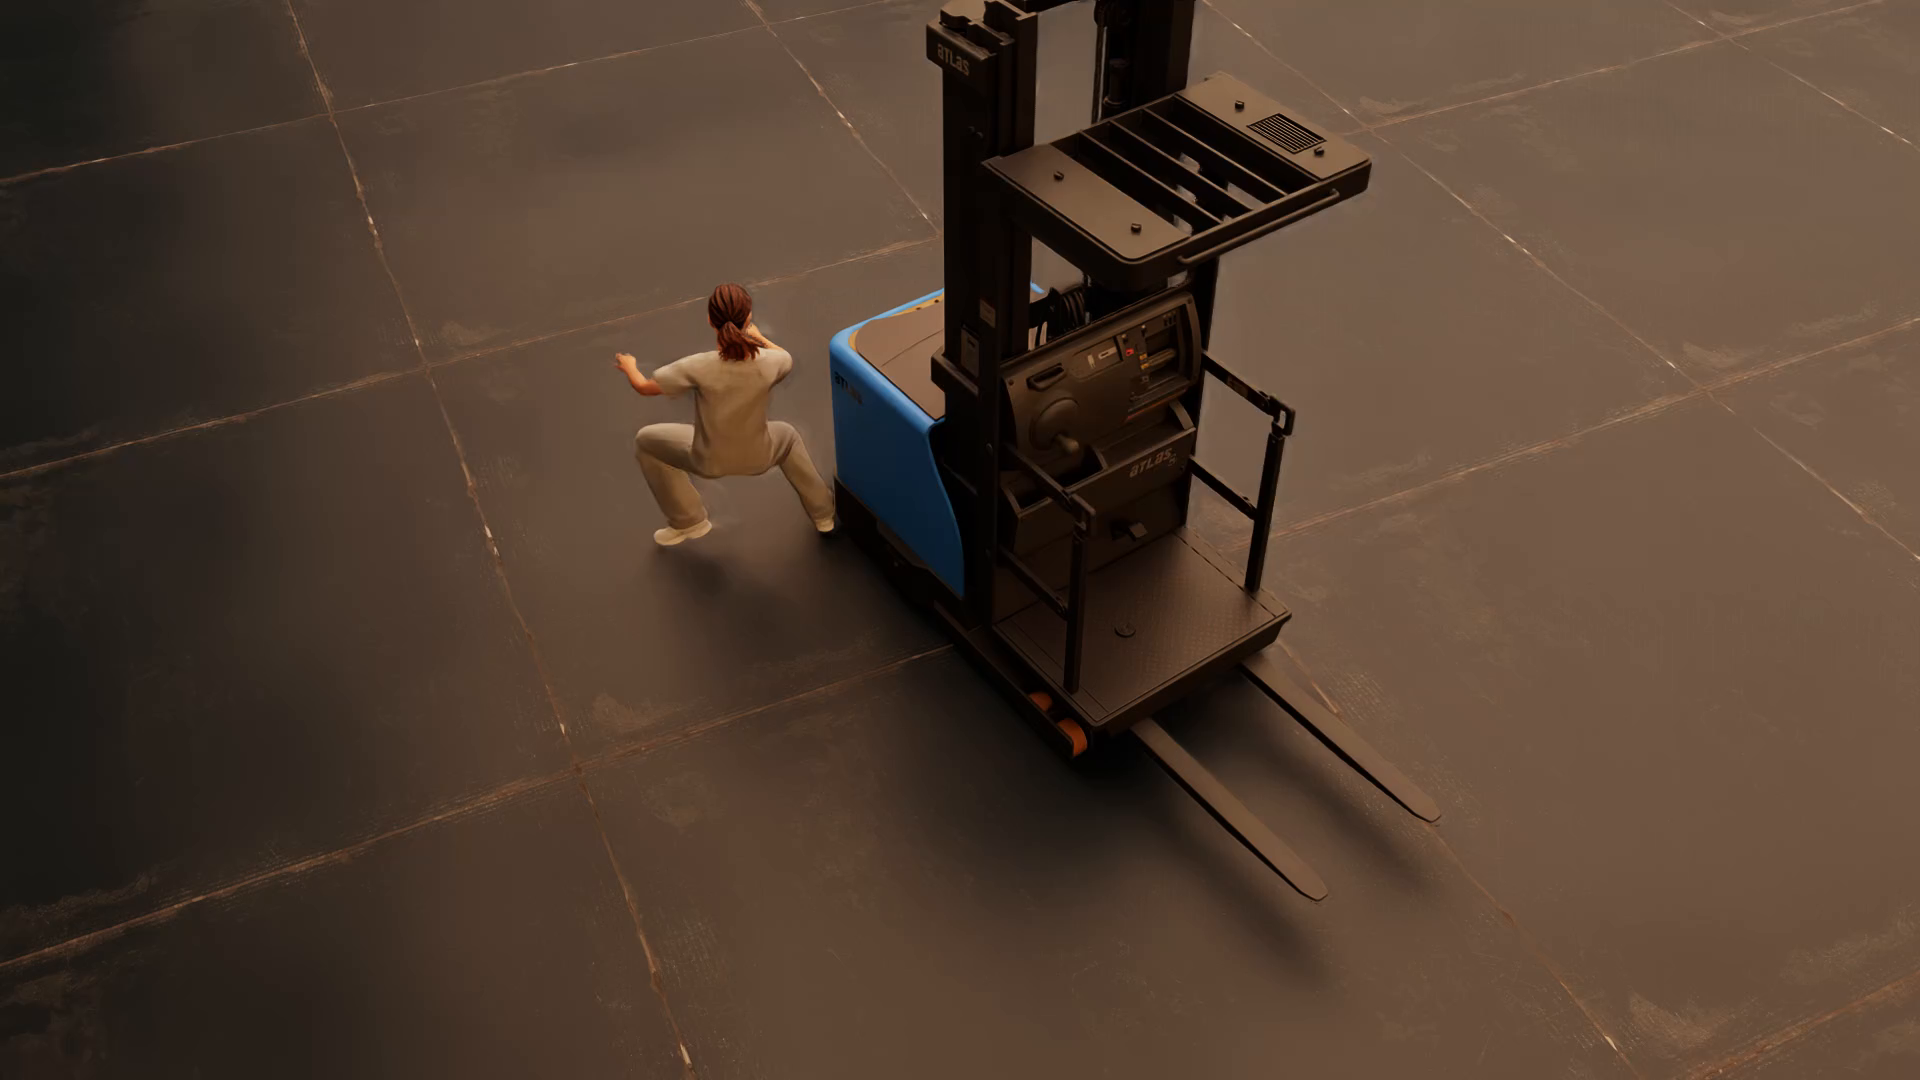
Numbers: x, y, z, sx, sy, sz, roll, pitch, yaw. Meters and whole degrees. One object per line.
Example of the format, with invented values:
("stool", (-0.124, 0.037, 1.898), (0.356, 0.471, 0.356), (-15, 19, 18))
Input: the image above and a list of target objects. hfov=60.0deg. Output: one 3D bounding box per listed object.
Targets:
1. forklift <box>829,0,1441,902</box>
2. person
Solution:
("forklift", (0.686, -0.554, 6.274), (1.130, 2.935, 3.031), (-26, 49, -26))
("person", (-1.032, -0.567, 7.377), (0.902, 1.461, 0.699), (-11, 44, -11))
